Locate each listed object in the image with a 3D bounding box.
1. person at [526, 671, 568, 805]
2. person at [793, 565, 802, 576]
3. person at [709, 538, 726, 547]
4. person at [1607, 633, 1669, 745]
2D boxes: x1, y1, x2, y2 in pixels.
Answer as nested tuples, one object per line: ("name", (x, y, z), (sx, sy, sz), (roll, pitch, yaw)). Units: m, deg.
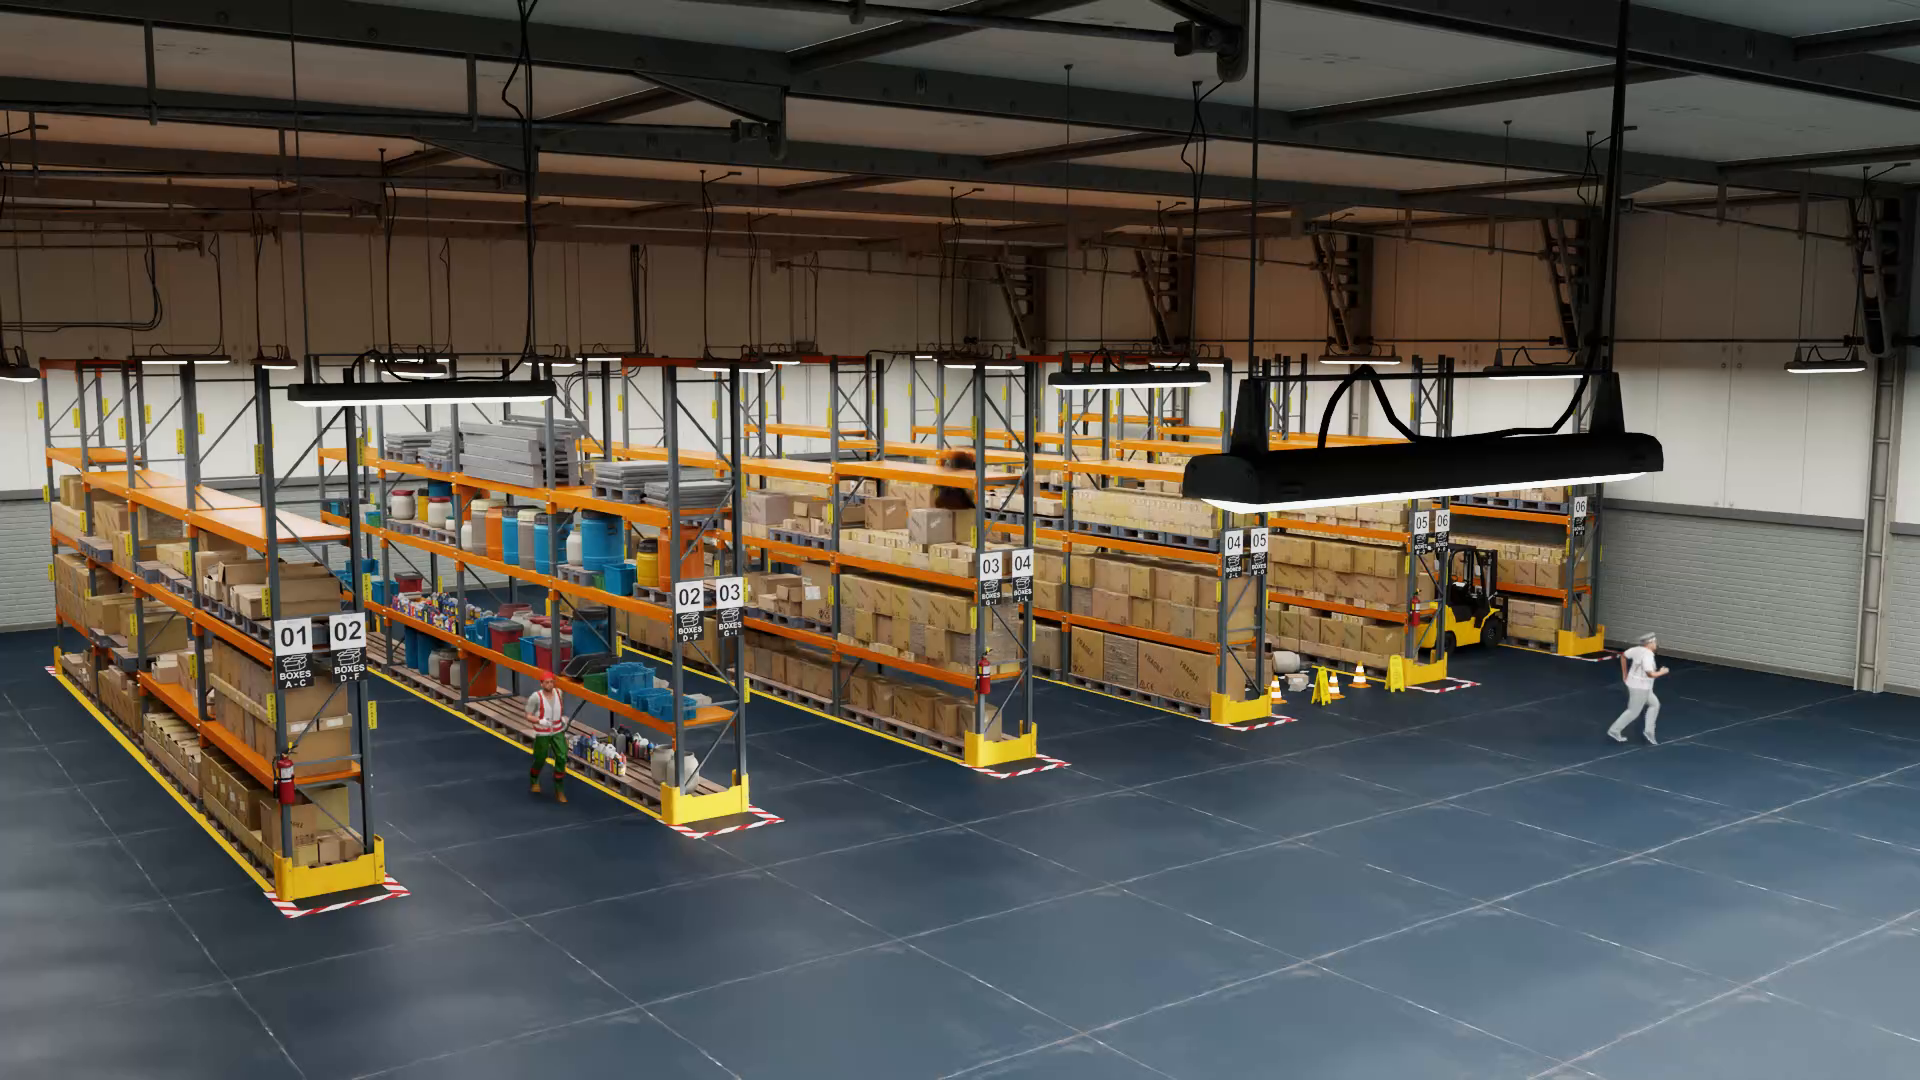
("person", (-5.707, 2.697, 22.964), (0.608, 1.833, 0.855), (-5, 8, -34))
("person", (-4.046, 0.448, 42.679), (0.538, 1.557, 0.548), (6, 9, 40))
("person", (-6.070, 0.535, 41.014), (1.028, 1.725, 0.726), (-5, 9, -37))
("person", (10.619, 2.346, 26.057), (0.878, 1.832, 0.687), (1, 7, 7))
